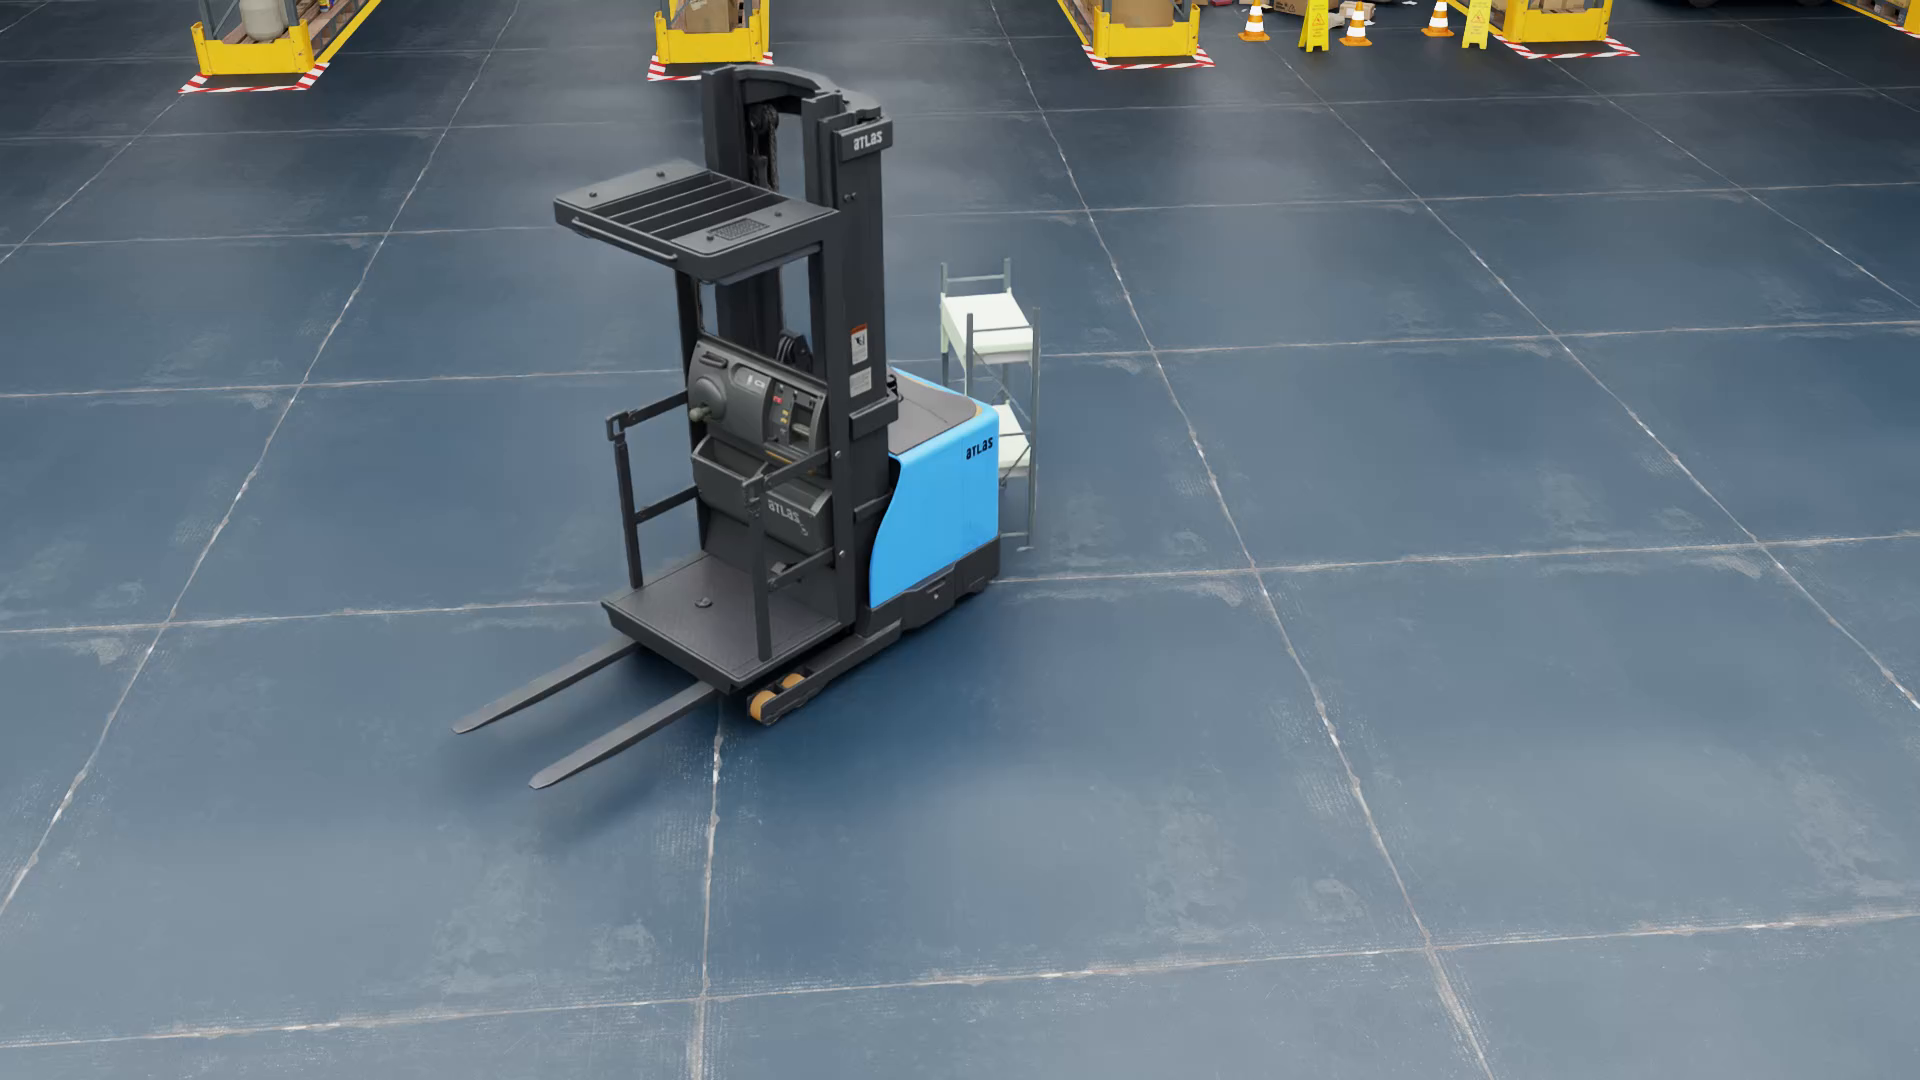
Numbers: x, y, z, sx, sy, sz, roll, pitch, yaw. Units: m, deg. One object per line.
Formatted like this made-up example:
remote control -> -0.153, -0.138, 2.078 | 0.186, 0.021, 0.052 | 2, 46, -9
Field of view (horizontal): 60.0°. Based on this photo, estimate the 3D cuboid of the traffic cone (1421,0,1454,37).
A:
traffic cone -> 5.719, -6.270, 19.796 | 0.336, 0.463, 0.334 | -3, 31, -5

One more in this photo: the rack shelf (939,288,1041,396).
rack shelf -> 0.161, -1.098, 9.364 | 0.431, 0.370, 0.720 | -6, 31, -10

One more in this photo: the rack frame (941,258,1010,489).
rack frame -> 0.090, -0.947, 9.873 | 0.400, 1.500, 0.023 | -6, 31, -10

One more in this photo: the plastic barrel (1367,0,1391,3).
plastic barrel -> 5.343, -7.078, 21.186 | 0.512, 0.421, 0.421 | 20, 36, 29

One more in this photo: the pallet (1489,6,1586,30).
pallet -> 6.995, -6.460, 20.359 | 1.003, 0.211, 1.213 | -3, 31, -5

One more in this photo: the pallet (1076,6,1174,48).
pallet -> 1.972, -6.120, 19.791 | 1.003, 0.211, 1.213 | -3, 31, -5

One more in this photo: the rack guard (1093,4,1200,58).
rack guard -> 2.127, -5.827, 19.019 | 1.175, 0.500, 0.348 | -3, 31, -5

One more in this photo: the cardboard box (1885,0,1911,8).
cardboard box -> 11.626, -6.666, 20.257 | 0.500, 0.250, 0.500 | -3, 31, -4

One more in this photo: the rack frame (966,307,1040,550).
rack frame -> 0.232, -0.579, 9.256 | 0.400, 1.500, 0.023 | -6, 31, -10

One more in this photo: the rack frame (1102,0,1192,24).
rack frame -> 2.124, -6.913, 18.398 | 1.000, 3.000, 0.127 | -3, 31, -5

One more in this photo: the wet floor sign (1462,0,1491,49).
wet floor sign -> 5.996, -6.043, 19.237 | 0.267, 0.644, 0.232 | 8, 32, 13

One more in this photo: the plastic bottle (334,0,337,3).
plastic bottle -> -7.655, -6.674, 20.230 | 0.097, 0.271, 0.097 | 0, 31, 0

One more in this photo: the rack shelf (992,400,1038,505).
rack shelf -> 0.161, -0.483, 9.731 | 0.431, 0.370, 0.720 | -6, 31, -10

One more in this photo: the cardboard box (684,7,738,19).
cardboard box -> -2.955, -6.457, 19.663 | 0.500, 0.500, 0.500 | 5, 31, 8

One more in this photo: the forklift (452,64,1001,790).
forklift -> -1.135, -0.640, 7.964 | 1.130, 2.935, 3.031 | 25, 39, 35

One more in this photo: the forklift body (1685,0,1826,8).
forklift body -> 9.991, -7.958, 20.975 | 2.313, 2.155, 1.214 | -3, 31, -5

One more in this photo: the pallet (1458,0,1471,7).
pallet -> 6.885, -7.081, 21.399 | 1.003, 0.211, 1.213 | -3, 31, -5

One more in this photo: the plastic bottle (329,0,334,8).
plastic bottle -> -7.617, -6.569, 20.043 | 0.061, 0.283, 0.133 | -2, 31, -4

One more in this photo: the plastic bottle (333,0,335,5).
plastic bottle -> -7.646, -6.623, 20.144 | 0.097, 0.271, 0.097 | 0, 31, 0

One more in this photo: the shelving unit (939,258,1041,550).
shelving unit -> 0.161, -0.763, 9.564 | 0.431, 1.500, 0.755 | -6, 31, -10

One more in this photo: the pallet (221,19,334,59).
pallet -> -7.879, -5.744, 19.161 | 1.003, 0.211, 1.213 | -3, 31, -5

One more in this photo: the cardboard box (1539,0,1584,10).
cardboard box -> 7.243, -6.627, 20.191 | 0.500, 0.250, 0.500 | -3, 31, -5

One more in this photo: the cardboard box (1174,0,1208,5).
cardboard box -> 2.917, -7.140, 21.213 | 0.500, 0.500, 0.500 | 2, 31, 4

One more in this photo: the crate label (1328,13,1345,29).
crate label -> 4.510, -6.302, 20.167 | 0.250, 0.136, 0.298 | -20, 36, -30

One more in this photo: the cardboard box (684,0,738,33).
cardboard box -> -2.865, -6.154, 19.155 | 0.500, 0.500, 0.500 | 3, 31, 5

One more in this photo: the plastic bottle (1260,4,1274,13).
plastic bottle -> 3.806, -6.677, 20.869 | 0.133, 0.061, 0.283 | -14, 33, -22

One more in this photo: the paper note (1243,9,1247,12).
paper note -> 3.565, -6.647, 20.868 | 0.032, 0.001, 0.123 | 13, 33, 21

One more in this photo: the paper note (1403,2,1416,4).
paper note -> 5.735, -6.848, 21.185 | 0.142, 0.019, 0.148 | -14, 33, -22

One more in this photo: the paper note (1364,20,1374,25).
paper note -> 4.973, -6.314, 20.291 | 0.148, 0.019, 0.142 | -14, 33, -22

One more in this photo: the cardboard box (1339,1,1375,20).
cardboard box -> 4.910, -6.550, 20.570 | 0.380, 0.149, 0.250 | 13, 33, 21

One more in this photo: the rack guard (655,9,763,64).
rack guard -> -2.831, -5.692, 18.793 | 1.175, 0.500, 0.348 | -3, 31, -5

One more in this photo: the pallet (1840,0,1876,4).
pallet -> 11.761, -7.254, 21.689 | 1.003, 0.211, 1.213 | -3, 31, -5

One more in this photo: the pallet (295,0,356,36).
pallet -> -7.990, -6.365, 20.201 | 1.003, 0.211, 1.213 | -3, 31, -5

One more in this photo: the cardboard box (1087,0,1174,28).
cardboard box -> 1.995, -6.524, 19.410 | 0.875, 0.875, 0.875 | -3, 31, -4

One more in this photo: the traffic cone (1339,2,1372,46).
traffic cone -> 4.645, -6.043, 19.417 | 0.336, 0.463, 0.334 | -3, 31, -5

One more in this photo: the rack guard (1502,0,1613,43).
rack guard -> 7.036, -6.167, 19.588 | 1.175, 0.500, 0.348 | -3, 31, -5

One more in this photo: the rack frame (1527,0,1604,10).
rack frame -> 7.043, -7.202, 18.882 | 1.000, 3.000, 0.127 | -3, 31, -5

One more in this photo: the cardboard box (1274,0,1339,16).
cardboard box -> 4.359, -6.905, 20.820 | 0.637, 0.503, 0.797 | 27, 40, 37

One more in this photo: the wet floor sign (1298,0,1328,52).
wet floor sign -> 4.098, -5.982, 19.136 | 0.267, 0.644, 0.232 | -8, 32, -13

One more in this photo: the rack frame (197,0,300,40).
rack frame -> -7.755, -6.490, 17.690 | 1.000, 3.000, 0.127 | -3, 31, -5

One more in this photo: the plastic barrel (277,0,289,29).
plastic barrel -> -7.939, -6.190, 19.205 | 0.421, 0.512, 0.421 | 0, 31, 0

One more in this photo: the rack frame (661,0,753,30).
rack frame -> -2.823, -6.727, 18.087 | 1.000, 3.000, 0.127 | -3, 31, -5

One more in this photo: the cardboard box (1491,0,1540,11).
cardboard box -> 6.698, -6.614, 20.169 | 0.500, 0.250, 0.500 | -3, 31, -5

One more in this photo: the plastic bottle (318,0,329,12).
plastic bottle -> -7.614, -6.448, 19.851 | 0.097, 0.271, 0.097 | 0, 31, 0

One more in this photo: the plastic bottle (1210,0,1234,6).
plastic bottle -> 3.336, -6.843, 21.146 | 0.283, 0.061, 0.133 | -14, 33, -22

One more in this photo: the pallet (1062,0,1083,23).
pallet -> 1.861, -6.742, 20.831 | 1.003, 0.211, 1.213 | -3, 31, -5

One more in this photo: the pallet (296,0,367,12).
pallet -> -8.107, -6.990, 21.246 | 1.003, 0.211, 1.213 | -3, 31, -5

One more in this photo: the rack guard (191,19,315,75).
rack guard -> -7.809, -5.453, 18.392 | 1.175, 0.500, 0.348 | -3, 31, -5

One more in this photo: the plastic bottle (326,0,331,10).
plastic bottle -> -7.624, -6.471, 19.957 | 0.097, 0.201, 0.097 | 0, 31, 0

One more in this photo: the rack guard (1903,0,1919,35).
rack guard -> 11.987, -6.356, 19.903 | 1.175, 0.500, 0.348 | -3, 31, -5

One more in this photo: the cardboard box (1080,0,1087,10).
cardboard box -> 1.911, -6.973, 20.162 | 0.875, 0.875, 0.875 | -3, 31, -5

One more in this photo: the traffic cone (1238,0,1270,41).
traffic cone -> 3.489, -6.163, 19.617 | 0.336, 0.463, 0.334 | -3, 31, -5

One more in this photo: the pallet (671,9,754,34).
pallet -> -2.871, -5.985, 19.564 | 1.003, 0.211, 1.213 | -3, 31, -5

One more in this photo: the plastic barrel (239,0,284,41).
plastic barrel -> -7.892, -5.934, 18.776 | 0.421, 0.512, 0.421 | 0, 31, 0

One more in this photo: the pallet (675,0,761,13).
pallet -> -2.982, -6.606, 20.604 | 1.003, 0.211, 1.213 | -3, 31, -5

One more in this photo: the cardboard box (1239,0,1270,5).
cardboard box -> 3.745, -6.992, 21.197 | 0.396, 0.266, 0.258 | 2, 31, 4

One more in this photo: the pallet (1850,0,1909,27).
pallet -> 11.872, -6.633, 20.648 | 1.003, 0.211, 1.213 | -3, 31, -5
